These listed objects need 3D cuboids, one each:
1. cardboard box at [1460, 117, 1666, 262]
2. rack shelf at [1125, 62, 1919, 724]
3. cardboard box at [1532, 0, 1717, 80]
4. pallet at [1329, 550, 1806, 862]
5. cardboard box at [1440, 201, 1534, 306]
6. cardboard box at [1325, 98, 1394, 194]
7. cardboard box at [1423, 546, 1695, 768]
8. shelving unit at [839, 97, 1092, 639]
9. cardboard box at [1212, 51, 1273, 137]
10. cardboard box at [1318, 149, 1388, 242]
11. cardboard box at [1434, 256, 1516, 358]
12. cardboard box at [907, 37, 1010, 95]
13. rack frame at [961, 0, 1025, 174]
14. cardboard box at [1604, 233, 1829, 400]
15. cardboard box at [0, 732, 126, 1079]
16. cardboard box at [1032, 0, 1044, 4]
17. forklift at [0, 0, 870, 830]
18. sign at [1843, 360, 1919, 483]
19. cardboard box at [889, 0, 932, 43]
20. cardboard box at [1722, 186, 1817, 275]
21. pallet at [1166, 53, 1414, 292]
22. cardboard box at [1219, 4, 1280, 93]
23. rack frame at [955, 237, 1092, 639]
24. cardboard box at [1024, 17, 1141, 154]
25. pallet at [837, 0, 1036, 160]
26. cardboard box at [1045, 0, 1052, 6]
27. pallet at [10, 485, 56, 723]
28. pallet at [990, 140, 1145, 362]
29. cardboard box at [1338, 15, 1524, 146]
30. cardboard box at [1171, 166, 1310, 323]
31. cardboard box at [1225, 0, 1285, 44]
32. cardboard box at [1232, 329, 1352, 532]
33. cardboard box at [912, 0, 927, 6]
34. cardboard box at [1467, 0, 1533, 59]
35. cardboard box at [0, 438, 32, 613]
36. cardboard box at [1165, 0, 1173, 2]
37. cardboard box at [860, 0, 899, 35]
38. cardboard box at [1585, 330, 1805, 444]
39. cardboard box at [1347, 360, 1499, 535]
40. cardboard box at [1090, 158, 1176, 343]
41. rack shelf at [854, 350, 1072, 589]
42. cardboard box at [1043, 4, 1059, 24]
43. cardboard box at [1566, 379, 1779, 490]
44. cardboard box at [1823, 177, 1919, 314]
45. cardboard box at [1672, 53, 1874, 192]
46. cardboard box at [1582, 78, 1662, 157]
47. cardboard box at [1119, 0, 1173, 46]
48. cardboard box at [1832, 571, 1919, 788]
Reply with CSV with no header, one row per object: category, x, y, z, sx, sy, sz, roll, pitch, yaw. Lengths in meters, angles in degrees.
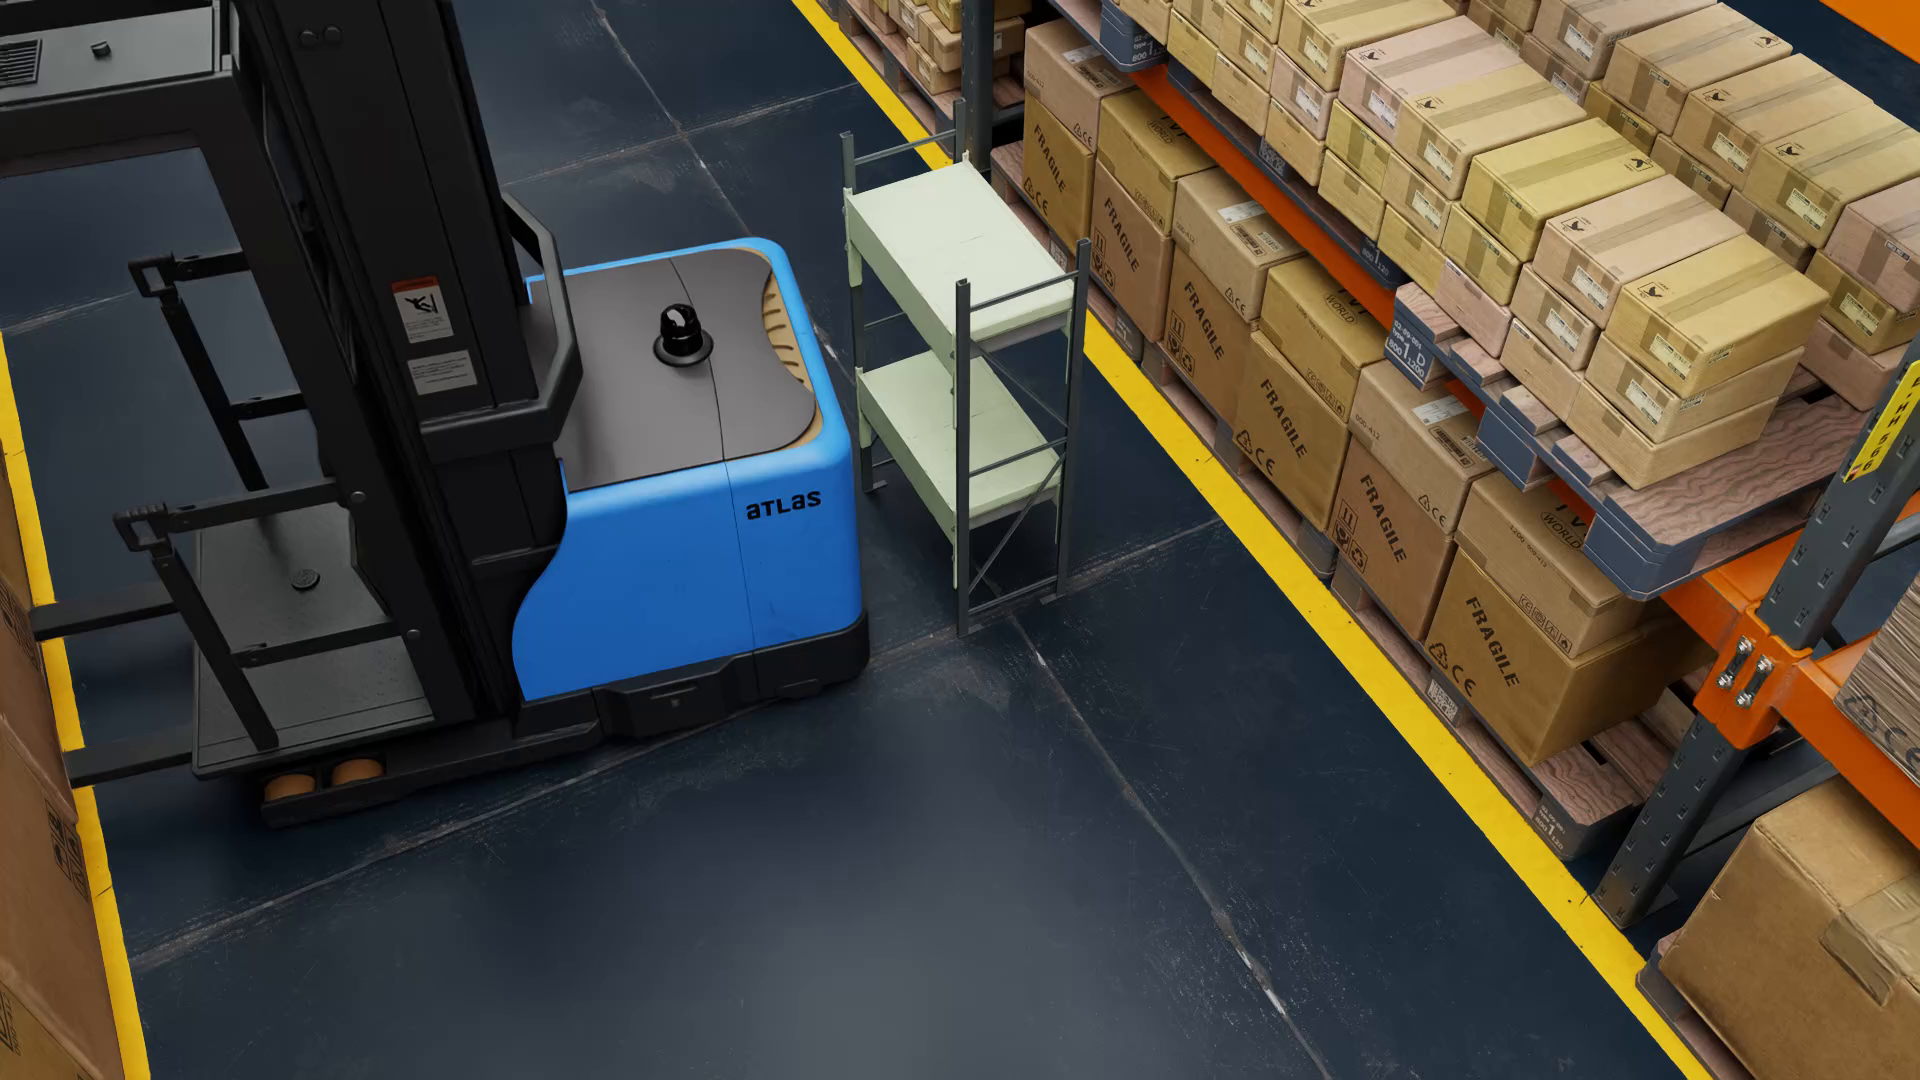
cardboard box,1.441,-0.843,3.987,0.380,0.149,0.250,-20,52,-16
rack shelf,1.391,-1.179,5.267,1.077,0.370,4.000,-21,52,-18
cardboard box,1.787,-1.407,4.481,0.380,0.149,0.250,-19,51,-16
pallet,1.950,0.317,5.332,1.003,0.211,1.213,-21,52,-18
cardboard box,1.429,-0.758,4.110,0.380,0.149,0.250,-20,52,-17
cardboard box,1.203,-1.093,4.404,0.380,0.149,0.250,-21,52,-18
cardboard box,1.772,0.257,4.914,0.500,0.500,0.500,-21,52,-18
shelving unit,0.003,-0.489,5.182,0.431,1.500,0.755,-21,52,-18
cardboard box,0.962,-1.346,4.823,0.380,0.149,0.250,-23,53,-19
cardboard box,1.206,-0.991,4.512,0.380,0.149,0.250,-23,53,-19
cardboard box,1.441,-0.644,4.208,0.380,0.149,0.250,-20,52,-17
cardboard box,-0.007,-2.099,7.208,0.380,0.149,0.250,-21,52,-17
rack frame,0.476,-2.755,6.166,1.000,3.000,0.127,-21,52,-18
cardboard box,1.674,-0.499,3.686,0.380,0.149,0.250,-23,53,-19
cardboard box,-2.849,1.056,3.966,1.225,0.875,0.875,-21,52,-17
cardboard box,0.399,-2.544,7.399,0.380,0.149,0.250,-21,52,-17
forklift,-1.864,-0.556,4.289,3.031,2.935,1.130,-12,50,-11
sign,1.828,-0.239,3.250,0.100,0.325,0.005,-21,52,-18
cardboard box,-0.086,-2.330,7.213,0.380,0.149,0.250,-23,53,-19
cardboard box,2.137,-0.804,4.151,0.380,0.149,0.250,-19,51,-16
pallet,1.364,-1.325,5.044,1.003,0.211,1.213,-21,52,-18
cardboard box,0.964,-1.440,4.707,0.380,0.149,0.250,-22,52,-18
rack frame,0.171,-0.244,4.967,0.400,1.500,0.023,-21,52,-18
cardboard box,0.579,-1.731,6.155,0.500,0.250,0.500,-23,53,-19
pallet,0.137,-2.274,7.599,1.003,0.211,1.213,-21,52,-18
cardboard box,0.502,-2.452,7.122,0.380,0.149,0.250,-19,52,-16
pallet,-3.561,0.295,5.352,1.003,0.211,1.213,-21,52,-18
pallet,0.833,-1.316,6.761,1.003,0.211,1.213,-21,52,-18
cardboard box,1.211,-1.184,4.285,0.380,0.149,0.250,-21,52,-18
cardboard box,1.054,-1.033,5.544,0.500,0.250,0.500,-19,52,-16
cardboard box,0.966,-1.540,4.597,0.380,0.149,0.250,-20,52,-16
cardboard box,1.282,-0.440,5.524,0.500,0.500,0.500,-23,53,-19
cardboard box,-0.071,-2.456,7.125,0.380,0.149,0.250,-21,52,-17
cardboard box,1.673,-1.485,4.746,0.380,0.149,0.250,-22,52,-18
cardboard box,-3.670,-0.131,5.004,1.225,0.875,0.875,-21,52,-17
cardboard box,0.731,-1.787,5.011,0.380,0.149,0.250,-19,52,-16
cardboard box,-0.230,-2.457,7.521,0.380,0.149,0.250,-23,53,-19
cardboard box,1.675,-0.405,3.802,0.380,0.149,0.250,-20,52,-17
cardboard box,1.519,-0.341,4.939,0.500,0.250,0.500,-20,52,-17
cardboard box,0.821,-1.131,6.128,0.500,0.500,0.500,-19,52,-16
rack shelf,0.003,-0.275,5.427,0.431,0.370,0.720,-21,52,-18
cardboard box,0.595,-2.309,7.391,0.380,0.149,0.250,-23,53,-19
cardboard box,1.672,-0.305,3.912,0.380,0.149,0.250,-20,52,-17
cardboard box,2.265,-0.708,3.869,0.380,0.149,0.250,-21,52,-17
cardboard box,2.033,-1.050,4.168,0.380,0.149,0.250,-21,52,-18
cardboard box,1.897,-1.151,4.454,0.380,0.149,0.250,-21,52,-17
cardboard box,0.721,-1.697,5.130,0.380,0.149,0.250,-23,53,-19
cardboard box,2.271,0.283,3.443,0.500,0.500,0.500,-21,52,-17
